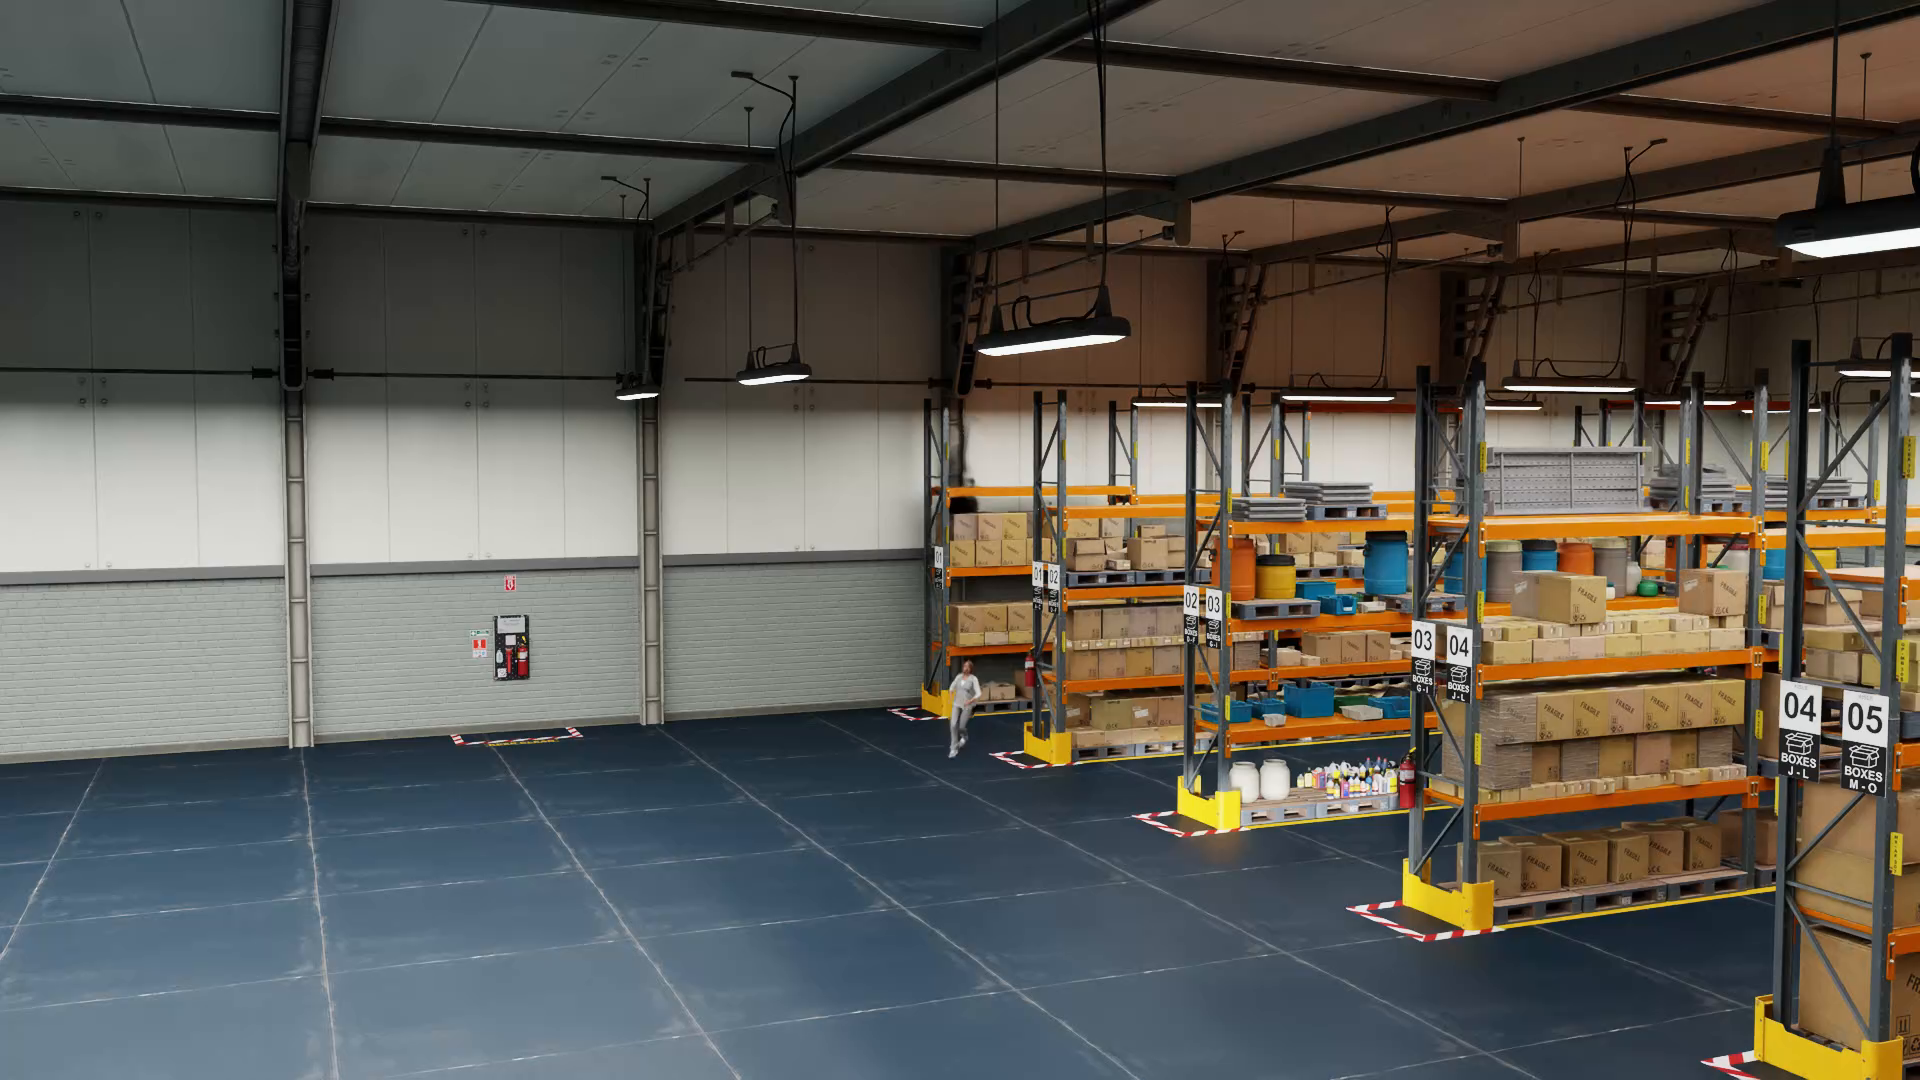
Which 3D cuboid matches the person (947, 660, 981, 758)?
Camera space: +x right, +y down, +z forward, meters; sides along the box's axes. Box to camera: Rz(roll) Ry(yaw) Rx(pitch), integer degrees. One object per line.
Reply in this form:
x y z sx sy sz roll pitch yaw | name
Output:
0.060 2.777 27.483 0.584 1.577 0.688 1 4 21 | person
